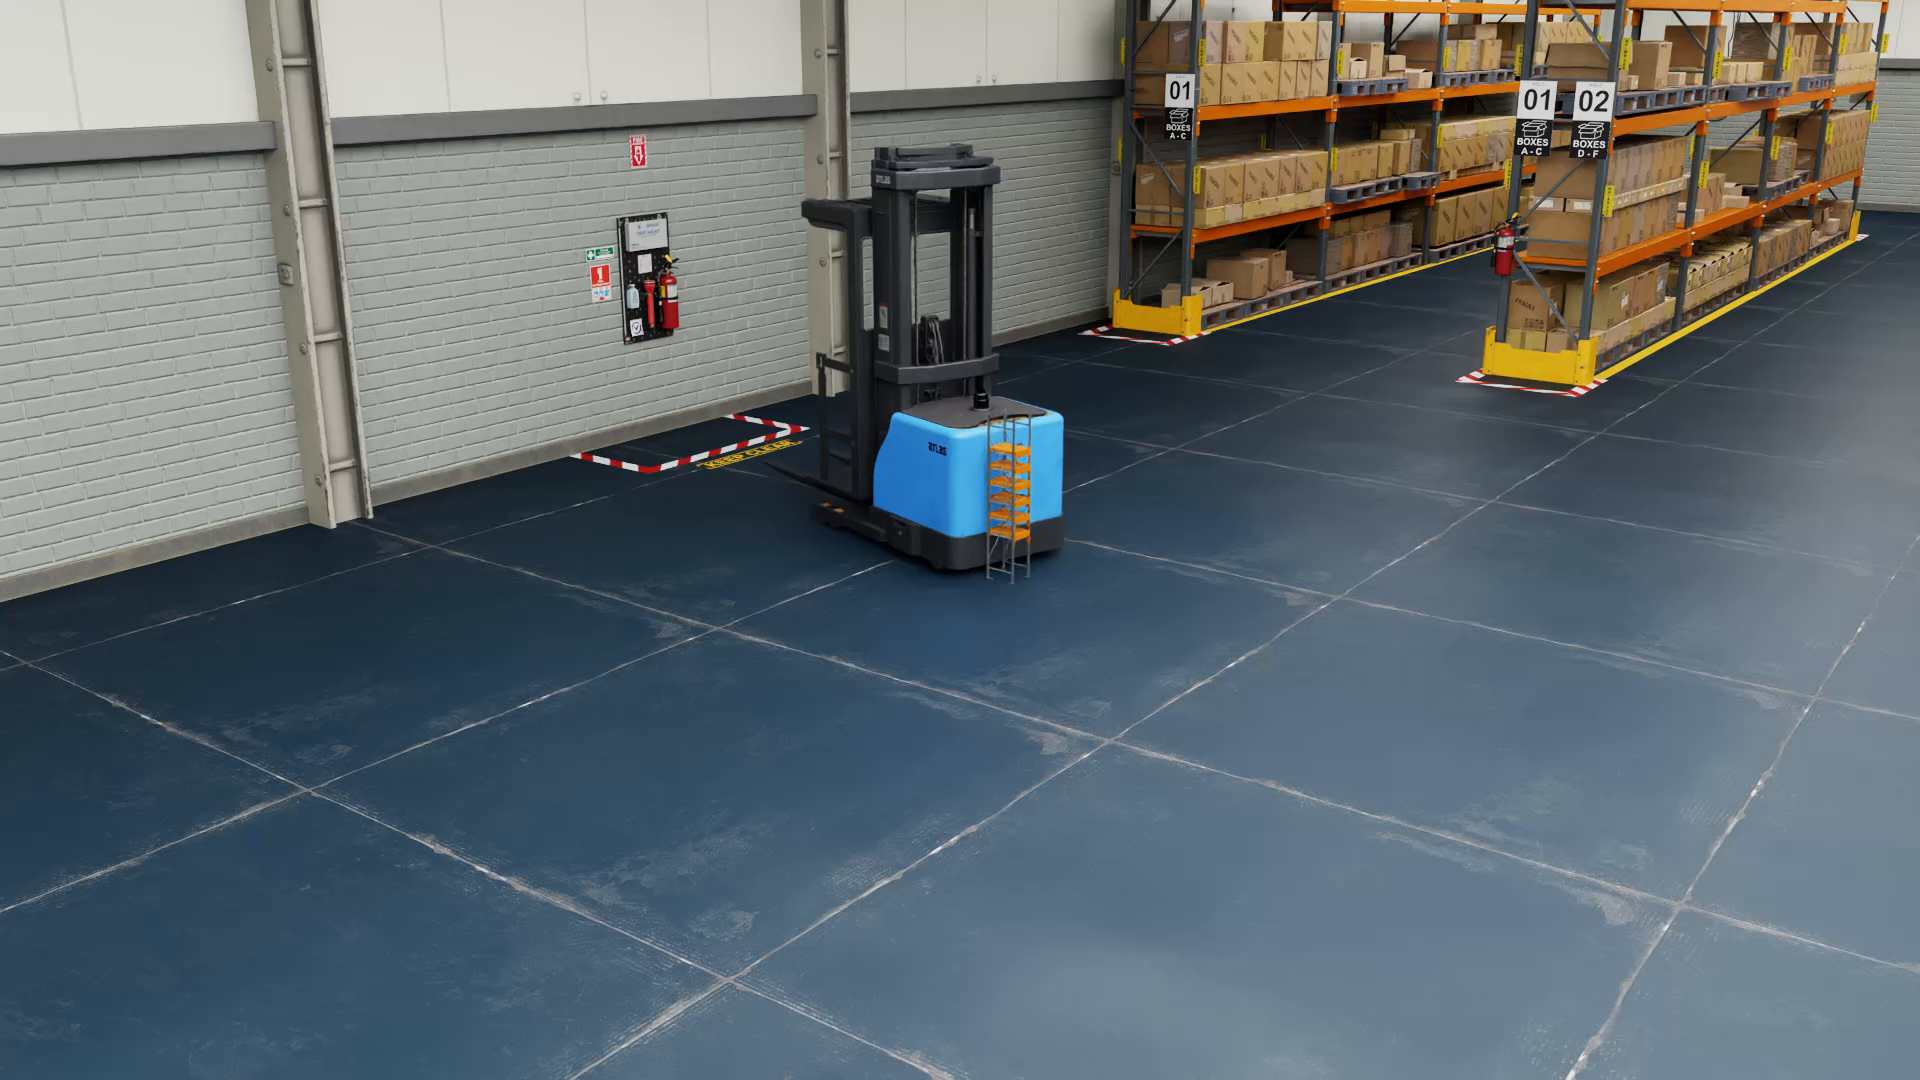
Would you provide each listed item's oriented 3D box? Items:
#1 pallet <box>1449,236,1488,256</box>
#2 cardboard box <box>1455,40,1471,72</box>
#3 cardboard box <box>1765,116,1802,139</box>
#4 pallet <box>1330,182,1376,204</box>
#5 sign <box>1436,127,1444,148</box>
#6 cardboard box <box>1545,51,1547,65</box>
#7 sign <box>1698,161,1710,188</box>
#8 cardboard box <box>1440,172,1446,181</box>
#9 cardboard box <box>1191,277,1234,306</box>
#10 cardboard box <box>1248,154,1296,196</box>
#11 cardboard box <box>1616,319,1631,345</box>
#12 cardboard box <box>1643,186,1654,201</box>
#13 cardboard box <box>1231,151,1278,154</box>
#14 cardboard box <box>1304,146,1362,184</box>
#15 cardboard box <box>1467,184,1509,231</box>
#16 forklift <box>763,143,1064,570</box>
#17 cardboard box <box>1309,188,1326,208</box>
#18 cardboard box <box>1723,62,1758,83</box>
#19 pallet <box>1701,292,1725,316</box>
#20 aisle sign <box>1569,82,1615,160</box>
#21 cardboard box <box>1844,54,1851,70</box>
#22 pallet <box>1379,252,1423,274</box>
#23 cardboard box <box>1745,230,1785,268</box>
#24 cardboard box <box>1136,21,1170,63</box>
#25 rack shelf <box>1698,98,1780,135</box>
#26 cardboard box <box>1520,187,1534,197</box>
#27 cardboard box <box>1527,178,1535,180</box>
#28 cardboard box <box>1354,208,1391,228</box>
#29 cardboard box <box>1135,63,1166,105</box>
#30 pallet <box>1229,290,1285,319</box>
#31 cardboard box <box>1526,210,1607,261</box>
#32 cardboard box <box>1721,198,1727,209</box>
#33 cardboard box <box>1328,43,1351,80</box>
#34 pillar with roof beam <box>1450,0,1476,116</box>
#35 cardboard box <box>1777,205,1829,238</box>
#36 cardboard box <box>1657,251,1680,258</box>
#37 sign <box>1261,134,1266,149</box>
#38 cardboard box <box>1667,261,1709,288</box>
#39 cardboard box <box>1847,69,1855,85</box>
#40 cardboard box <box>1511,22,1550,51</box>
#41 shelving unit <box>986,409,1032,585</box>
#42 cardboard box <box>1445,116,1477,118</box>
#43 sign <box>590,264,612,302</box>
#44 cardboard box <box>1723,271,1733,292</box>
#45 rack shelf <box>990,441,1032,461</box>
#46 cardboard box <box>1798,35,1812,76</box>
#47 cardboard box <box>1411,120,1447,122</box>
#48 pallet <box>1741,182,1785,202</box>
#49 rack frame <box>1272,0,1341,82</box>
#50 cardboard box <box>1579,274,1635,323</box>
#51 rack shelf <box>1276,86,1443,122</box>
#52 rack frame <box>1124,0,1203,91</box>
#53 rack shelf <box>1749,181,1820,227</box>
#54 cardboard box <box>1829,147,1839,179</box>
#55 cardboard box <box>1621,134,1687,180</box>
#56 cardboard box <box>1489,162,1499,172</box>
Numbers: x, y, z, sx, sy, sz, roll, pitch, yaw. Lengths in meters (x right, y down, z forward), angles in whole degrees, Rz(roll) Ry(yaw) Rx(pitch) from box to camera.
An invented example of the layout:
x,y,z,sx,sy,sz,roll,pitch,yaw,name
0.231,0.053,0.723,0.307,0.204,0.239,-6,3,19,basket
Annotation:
x,y,z,sx,sy,sz,roll,pitch,yaw,name
8.513,-5.171,29.040,1.003,0.211,1.213,12,21,35,pallet
8.112,-8.120,27.866,0.700,0.500,0.500,14,22,37,cardboard box
13.713,-6.809,27.757,0.500,0.500,0.500,13,21,35,cardboard box
5.444,-5.151,24.597,1.003,0.211,1.213,12,21,35,pallet
7.697,-6.461,26.672,0.100,0.325,0.005,12,21,35,sign
10.577,-8.838,30.464,0.500,0.250,0.500,12,21,34,cardboard box
9.299,-4.566,20.795,0.100,0.325,0.005,12,21,35,sign
7.795,-6.025,27.477,0.380,0.149,0.250,13,21,35,cardboard box
3.313,-3.345,22.248,0.500,0.311,0.500,15,22,39,cardboard box
4.237,-4.977,22.669,0.500,0.500,0.500,12,21,33,cardboard box
7.561,-2.474,19.581,0.500,0.250,0.500,12,21,35,cardboard box
7.949,-4.101,19.630,0.380,0.149,0.250,13,22,36,cardboard box
4.113,-5.185,23.337,0.500,0.500,0.500,12,21,34,cardboard box
5.542,-5.591,24.781,0.700,0.500,0.500,15,23,40,cardboard box
9.356,-5.988,29.885,0.750,0.750,0.750,13,21,35,cardboard box
-0.510,-1.560,12.825,1.130,2.935,3.031,-12,21,-35,forklift
4.833,-4.858,23.549,0.500,0.250,0.500,12,21,35,cardboard box
10.713,-6.480,23.040,0.500,0.250,0.500,13,22,36,cardboard box
9.987,-3.355,23.190,1.003,0.211,1.213,12,21,35,pallet
6.676,-4.431,17.571,0.394,0.787,0.004,12,21,35,aisle sign
14.405,-7.908,27.505,0.500,0.250,0.500,12,21,35,cardboard box
6.789,-4.522,26.948,1.003,0.211,1.213,12,21,35,pallet
12.347,-4.483,25.596,0.500,0.500,0.500,12,21,34,cardboard box
2.536,-6.250,20.866,0.500,0.500,0.500,14,22,37,cardboard box
10.045,-5.777,22.445,1.077,0.370,4.000,12,21,35,rack shelf
10.517,-6.518,31.088,0.380,0.149,0.250,13,22,37,cardboard box
11.298,-7.021,32.708,0.380,0.149,0.250,12,21,35,cardboard box
6.479,-5.108,26.344,0.500,0.250,0.500,13,21,36,cardboard box
2.534,-5.768,20.999,0.500,0.500,0.500,14,22,39,cardboard box
3.774,-3.297,23.004,1.003,0.211,1.213,12,21,35,pallet
6.758,-3.416,18.518,0.700,0.500,0.500,12,21,35,cardboard box
10.522,-4.731,23.345,0.380,0.149,0.250,14,22,39,cardboard box
5.262,-6.883,23.917,0.500,0.500,0.500,16,24,42,cardboard box
12.819,-9.416,27.891,9.100,9.000,0.400,12,21,35,pillar with roof beam
14.735,-5.584,29.134,0.797,0.503,0.637,12,21,35,cardboard box
9.770,-3.877,23.153,0.500,0.311,0.500,12,21,34,cardboard box
4.424,-5.737,24.207,0.100,0.325,0.005,12,21,35,sign
9.602,-3.540,22.068,0.500,0.311,0.500,12,21,34,cardboard box
14.708,-7.788,27.959,0.500,0.250,0.500,12,21,35,cardboard box
10.289,-9.080,29.978,0.500,0.500,0.500,12,21,34,cardboard box
0.343,-0.302,11.691,0.258,1.200,0.189,14,22,37,shelving unit
8.849,-7.360,29.419,0.500,0.250,0.500,13,21,35,cardboard box
-3.279,-2.346,15.181,0.001,0.329,0.234,12,21,35,sign
10.512,-3.641,23.339,0.500,0.250,0.500,13,21,36,cardboard box
0.343,-0.603,11.598,0.258,0.103,0.180,14,22,37,rack shelf
12.880,-7.576,25.979,0.600,0.600,0.600,12,21,34,cardboard box
7.937,-6.995,28.242,0.500,0.250,0.500,12,21,33,cardboard box
11.584,-5.247,24.906,1.213,0.211,1.003,12,21,35,pallet
4.872,-7.952,23.176,1.000,3.000,0.127,12,21,35,rack frame
7.552,-2.834,19.476,0.500,0.500,0.500,12,21,35,cardboard box
6.064,-6.652,25.261,1.077,0.370,4.000,12,21,35,rack shelf
2.489,-6.999,20.108,1.000,3.000,0.127,12,21,35,rack frame
12.428,-5.298,25.958,1.077,0.370,4.000,12,21,35,rack shelf
14.445,-6.361,28.001,0.500,0.500,0.500,13,21,36,cardboard box
8.594,-4.773,20.698,0.700,0.500,0.500,13,21,35,cardboard box
9.233,-6.560,29.199,0.380,0.149,0.250,12,21,35,cardboard box
